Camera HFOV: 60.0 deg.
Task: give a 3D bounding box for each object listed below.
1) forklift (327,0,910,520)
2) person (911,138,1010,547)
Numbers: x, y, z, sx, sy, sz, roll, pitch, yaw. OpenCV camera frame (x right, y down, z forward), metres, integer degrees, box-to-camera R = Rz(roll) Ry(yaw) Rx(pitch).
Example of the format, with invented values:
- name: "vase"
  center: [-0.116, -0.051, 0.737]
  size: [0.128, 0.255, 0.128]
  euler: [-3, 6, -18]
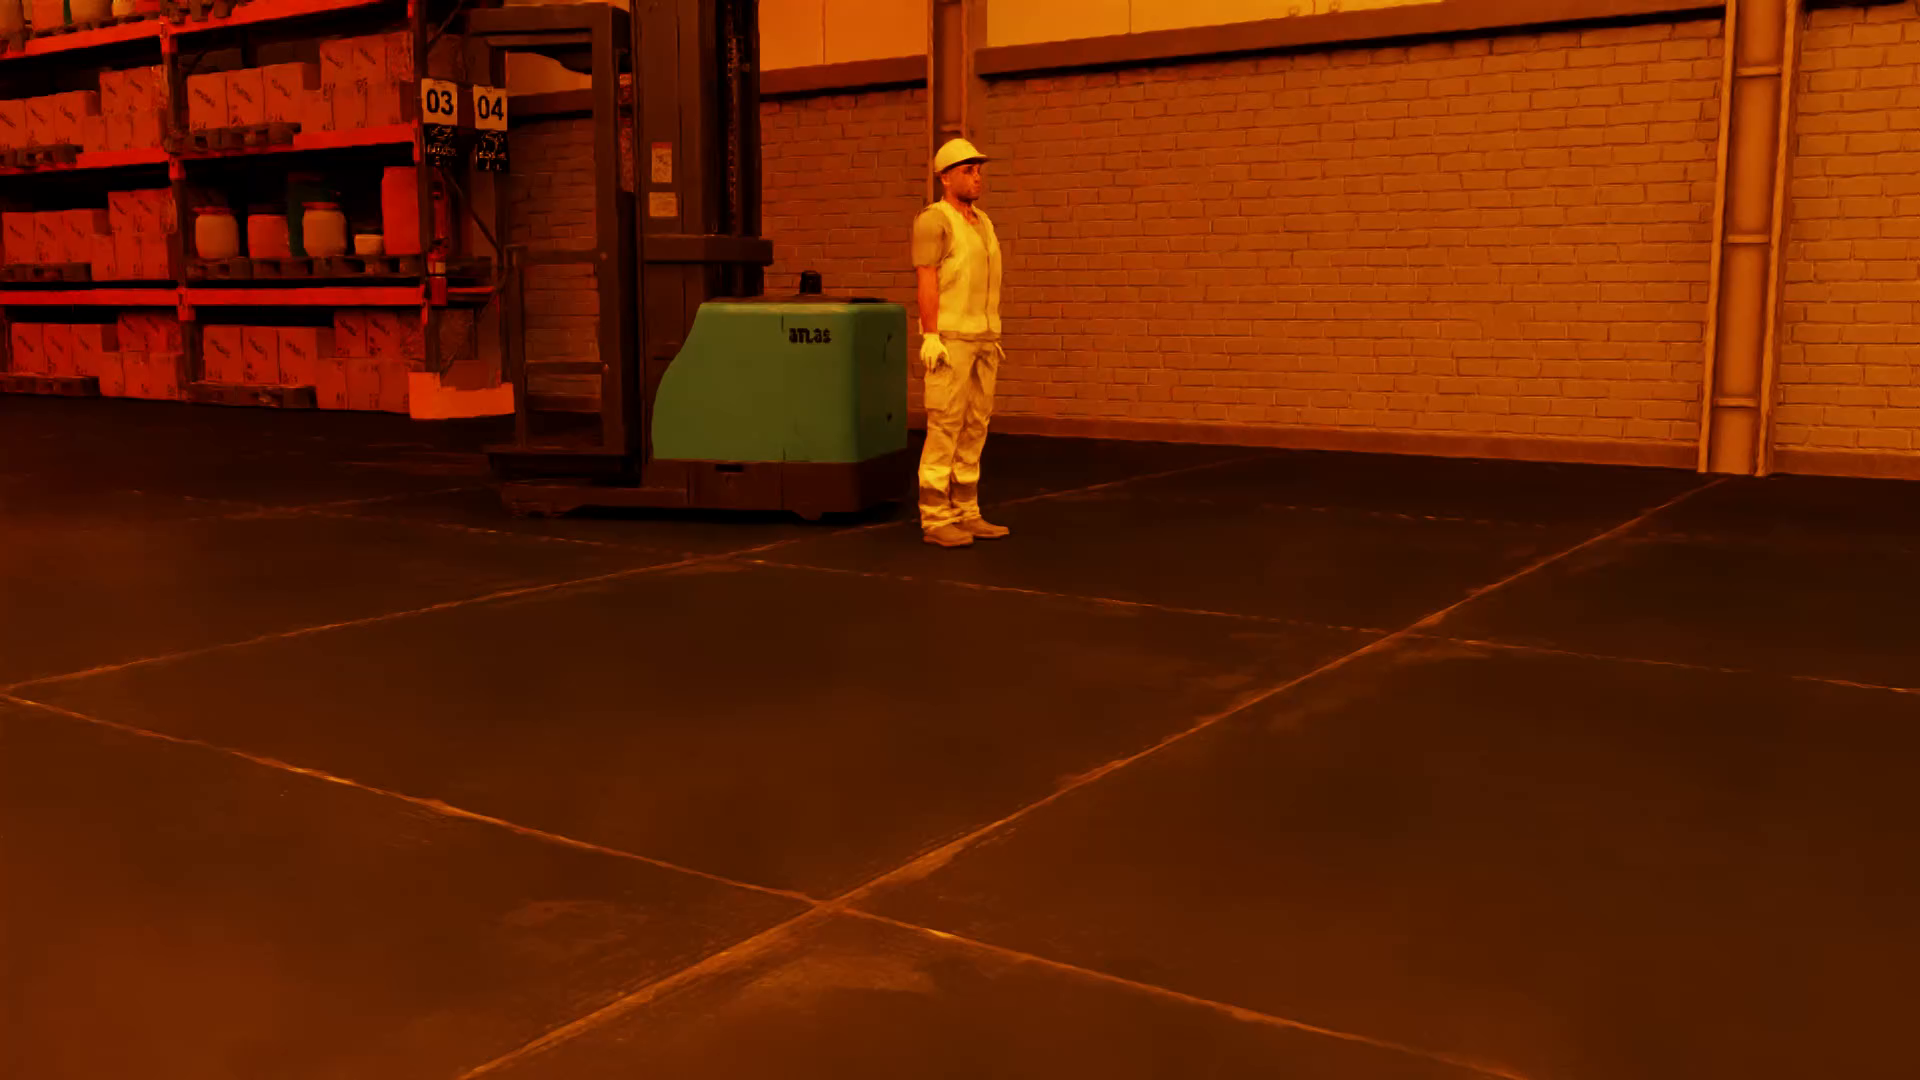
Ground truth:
- name: "forklift"
  center: [-1.841, -1.634, 8.682]
  size: [3.031, 2.935, 1.130]
  euler: [2, 8, 14]
- name: "person"
  center: [0.018, -0.885, 7.467]
  size: [0.349, 1.795, 0.540]
  euler: [5, 10, 34]
